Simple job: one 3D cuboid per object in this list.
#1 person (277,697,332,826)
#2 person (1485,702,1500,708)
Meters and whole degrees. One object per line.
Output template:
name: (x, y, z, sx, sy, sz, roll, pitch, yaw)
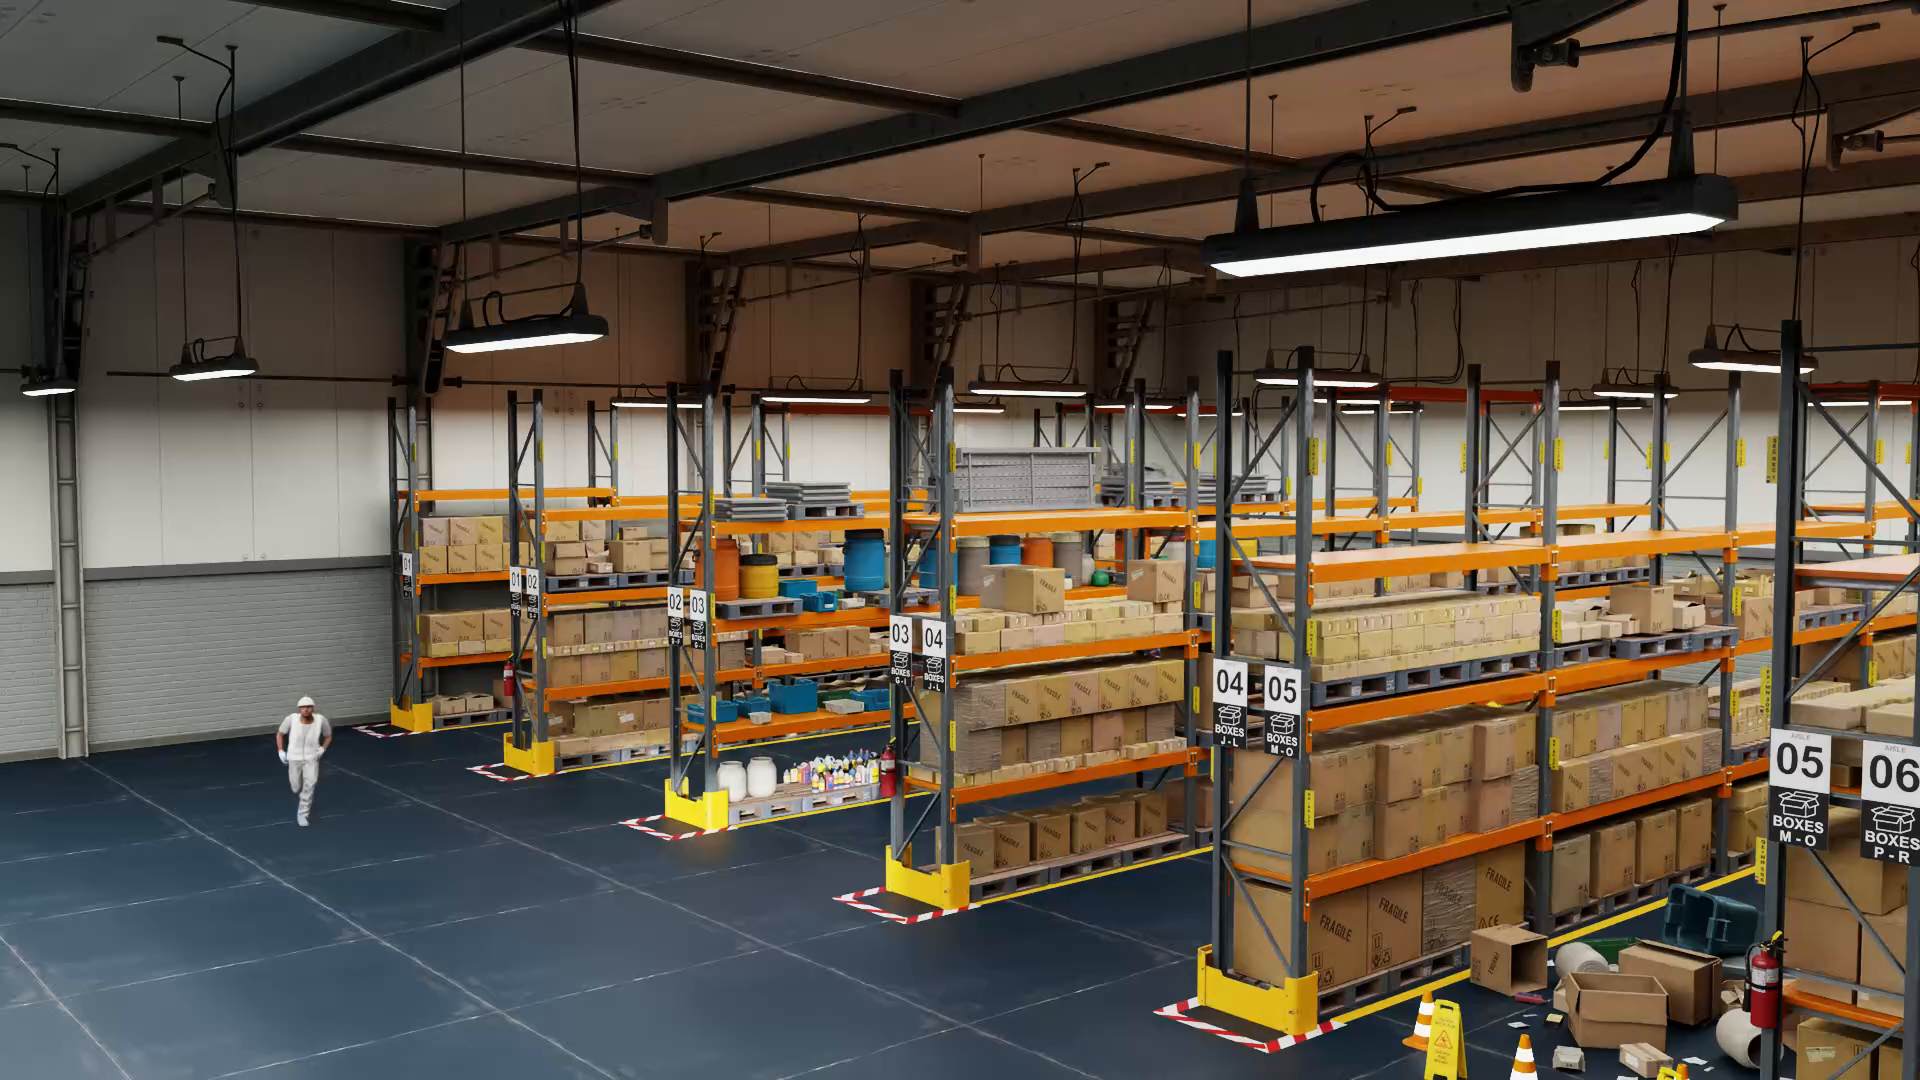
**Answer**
person: (-8.961, 2.990, 22.758, 0.710, 1.746, 0.753, -1, 4, -19)
person: (7.117, 3.014, 22.146, 0.631, 1.734, 0.690, -3, 5, -44)
